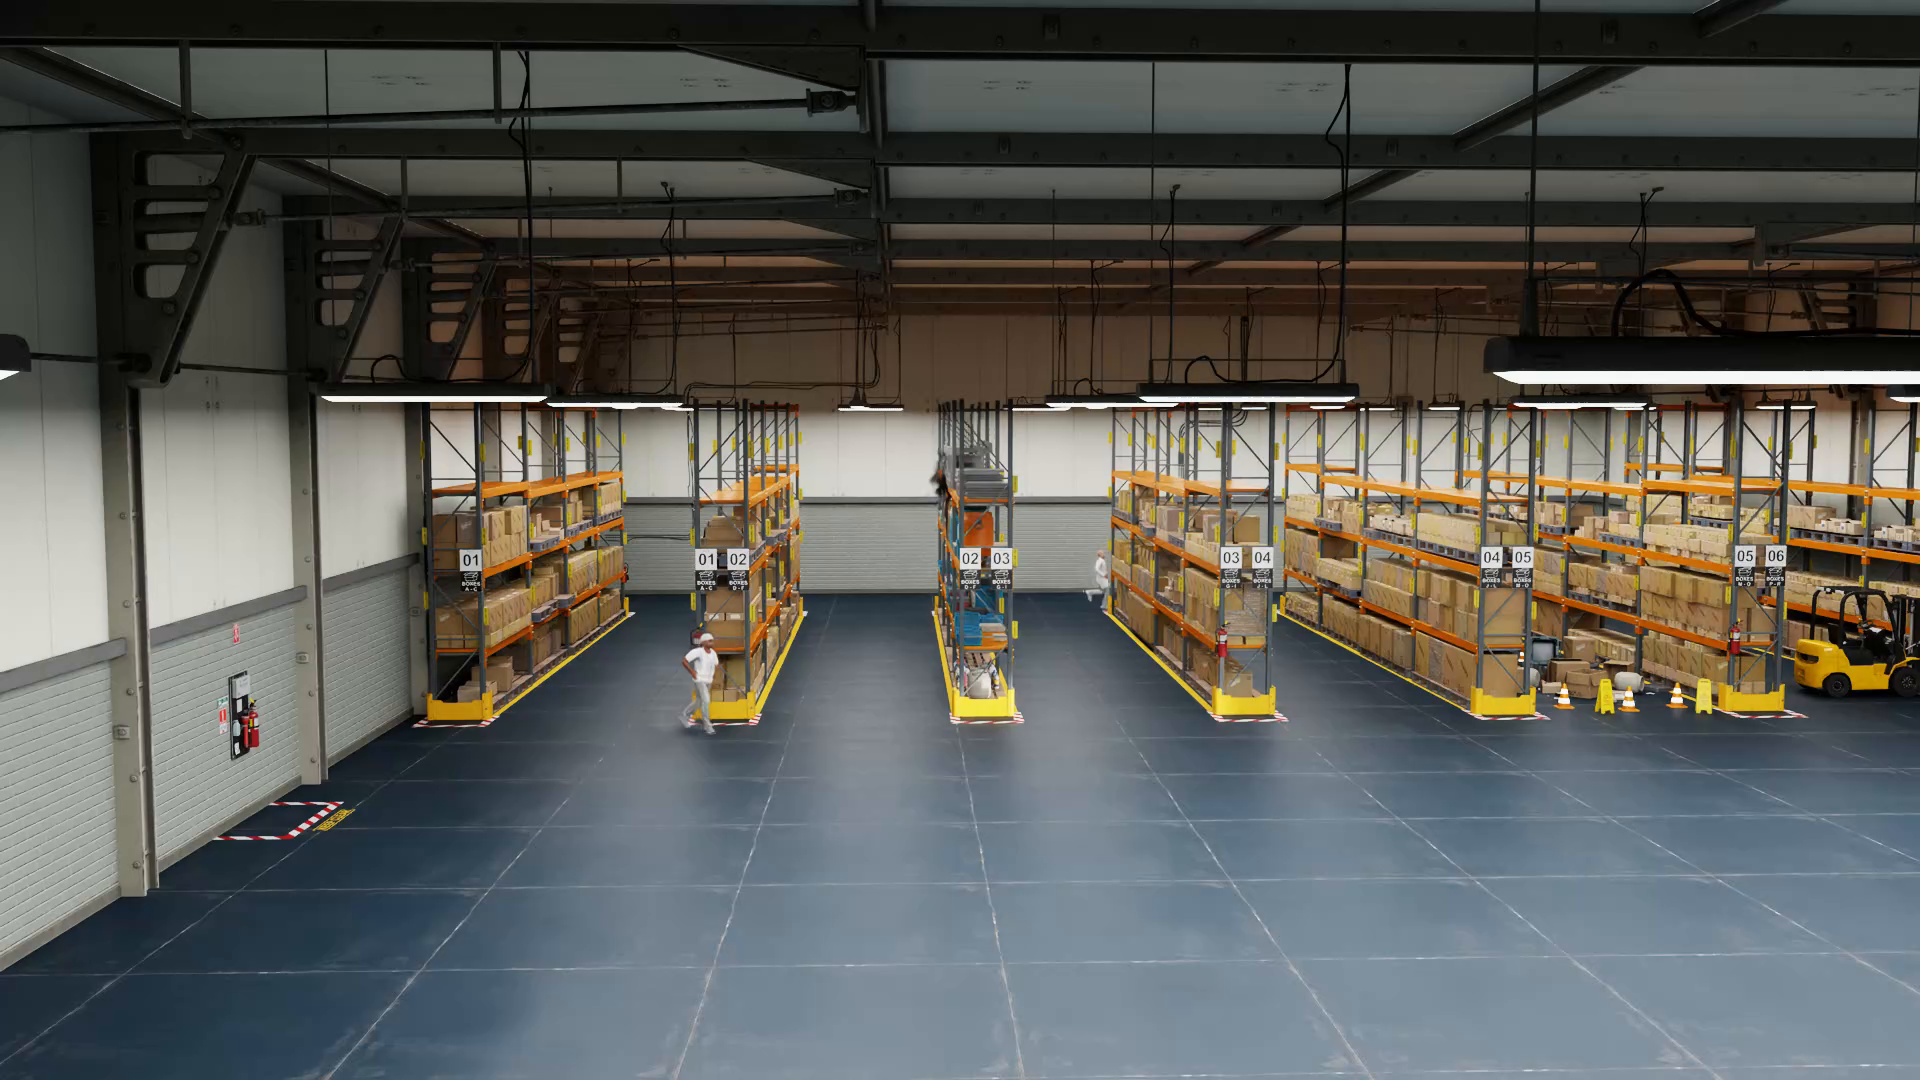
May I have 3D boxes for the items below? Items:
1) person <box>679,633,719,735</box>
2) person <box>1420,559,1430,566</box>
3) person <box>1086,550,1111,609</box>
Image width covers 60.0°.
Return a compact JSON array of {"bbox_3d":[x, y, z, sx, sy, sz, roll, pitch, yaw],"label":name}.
[{"bbox_3d":[-4.636,2.570,30.069,0.921,1.776,0.713,2,5,29],"label":"person"},{"bbox_3d":[13.630,1.117,49.173,0.921,1.844,0.674,1,4,10],"label":"person"},{"bbox_3d":[4.109,1.165,48.868,0.814,1.736,0.722,0,4,3],"label":"person"}]
